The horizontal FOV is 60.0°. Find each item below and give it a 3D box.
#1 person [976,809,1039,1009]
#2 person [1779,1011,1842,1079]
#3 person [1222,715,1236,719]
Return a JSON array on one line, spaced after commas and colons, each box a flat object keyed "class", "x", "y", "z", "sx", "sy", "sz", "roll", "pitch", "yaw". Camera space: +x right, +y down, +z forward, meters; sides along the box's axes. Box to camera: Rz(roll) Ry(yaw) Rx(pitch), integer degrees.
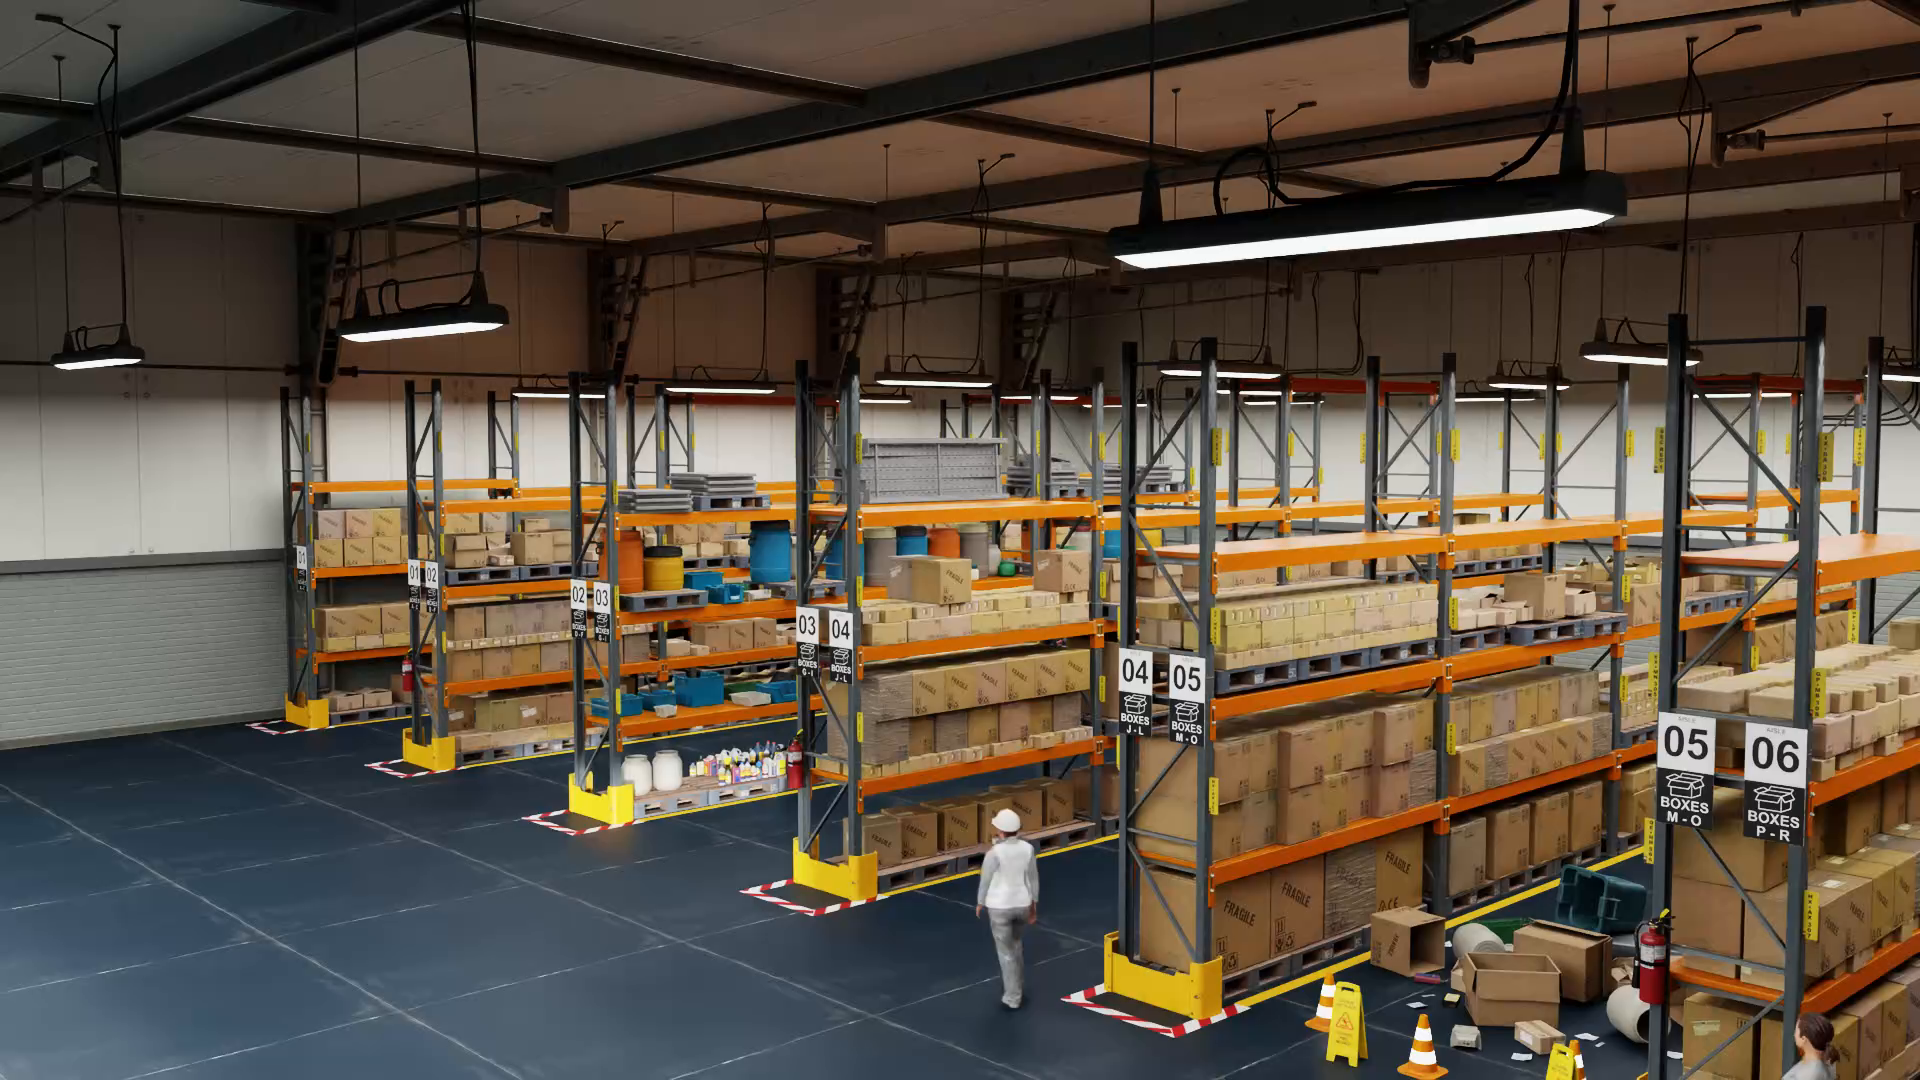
[{"class": "person", "x": 0.427, "y": 3.342, "z": 15.043, "sx": 0.555, "sy": 1.843, "sz": 0.550, "roll": -2, "pitch": 4, "yaw": -31}, {"class": "person", "x": 5.182, "y": 3.677, "z": 10.102, "sx": 0.646, "sy": 1.654, "sz": 0.431, "roll": 0, "pitch": 4, "yaw": 0}, {"class": "person", "x": 3.276, "y": 2.938, "z": 20.952, "sx": 0.459, "sy": 1.802, "sz": 0.680, "roll": 2, "pitch": 4, "yaw": 26}]
